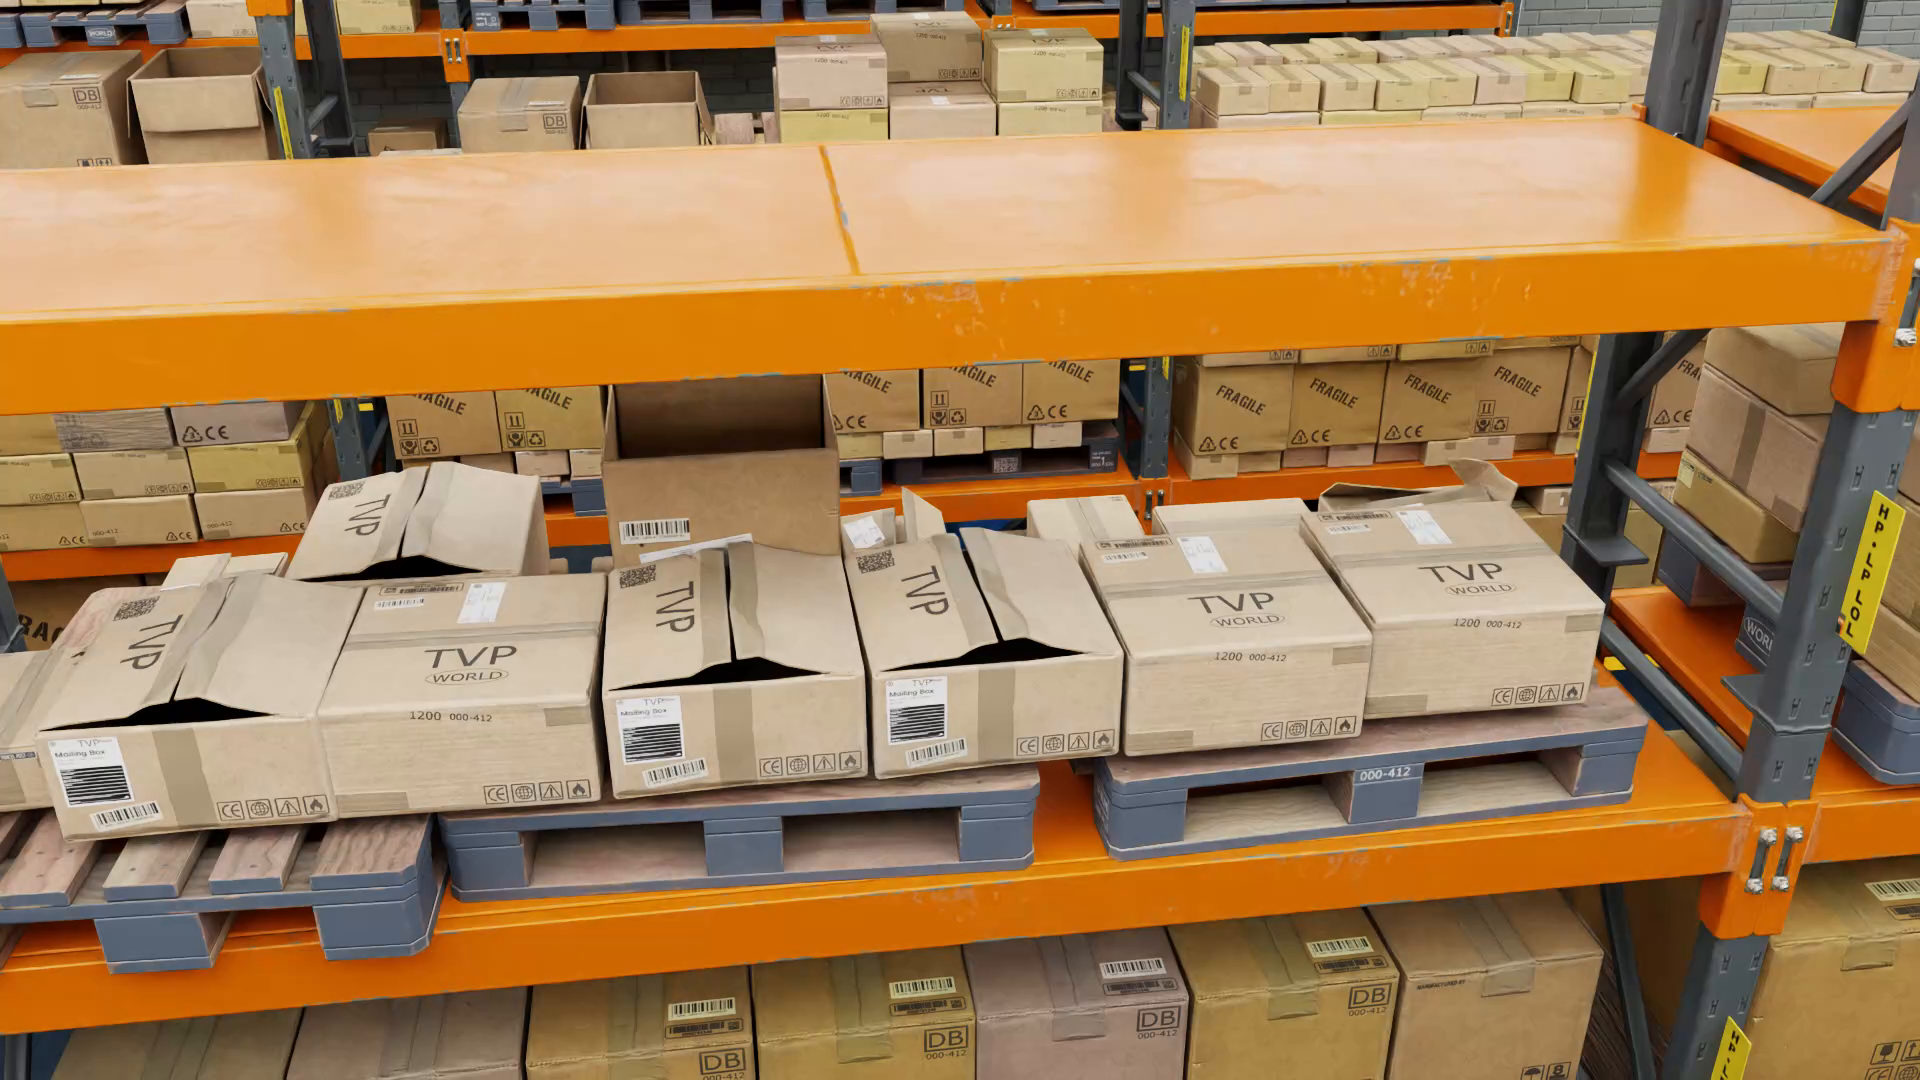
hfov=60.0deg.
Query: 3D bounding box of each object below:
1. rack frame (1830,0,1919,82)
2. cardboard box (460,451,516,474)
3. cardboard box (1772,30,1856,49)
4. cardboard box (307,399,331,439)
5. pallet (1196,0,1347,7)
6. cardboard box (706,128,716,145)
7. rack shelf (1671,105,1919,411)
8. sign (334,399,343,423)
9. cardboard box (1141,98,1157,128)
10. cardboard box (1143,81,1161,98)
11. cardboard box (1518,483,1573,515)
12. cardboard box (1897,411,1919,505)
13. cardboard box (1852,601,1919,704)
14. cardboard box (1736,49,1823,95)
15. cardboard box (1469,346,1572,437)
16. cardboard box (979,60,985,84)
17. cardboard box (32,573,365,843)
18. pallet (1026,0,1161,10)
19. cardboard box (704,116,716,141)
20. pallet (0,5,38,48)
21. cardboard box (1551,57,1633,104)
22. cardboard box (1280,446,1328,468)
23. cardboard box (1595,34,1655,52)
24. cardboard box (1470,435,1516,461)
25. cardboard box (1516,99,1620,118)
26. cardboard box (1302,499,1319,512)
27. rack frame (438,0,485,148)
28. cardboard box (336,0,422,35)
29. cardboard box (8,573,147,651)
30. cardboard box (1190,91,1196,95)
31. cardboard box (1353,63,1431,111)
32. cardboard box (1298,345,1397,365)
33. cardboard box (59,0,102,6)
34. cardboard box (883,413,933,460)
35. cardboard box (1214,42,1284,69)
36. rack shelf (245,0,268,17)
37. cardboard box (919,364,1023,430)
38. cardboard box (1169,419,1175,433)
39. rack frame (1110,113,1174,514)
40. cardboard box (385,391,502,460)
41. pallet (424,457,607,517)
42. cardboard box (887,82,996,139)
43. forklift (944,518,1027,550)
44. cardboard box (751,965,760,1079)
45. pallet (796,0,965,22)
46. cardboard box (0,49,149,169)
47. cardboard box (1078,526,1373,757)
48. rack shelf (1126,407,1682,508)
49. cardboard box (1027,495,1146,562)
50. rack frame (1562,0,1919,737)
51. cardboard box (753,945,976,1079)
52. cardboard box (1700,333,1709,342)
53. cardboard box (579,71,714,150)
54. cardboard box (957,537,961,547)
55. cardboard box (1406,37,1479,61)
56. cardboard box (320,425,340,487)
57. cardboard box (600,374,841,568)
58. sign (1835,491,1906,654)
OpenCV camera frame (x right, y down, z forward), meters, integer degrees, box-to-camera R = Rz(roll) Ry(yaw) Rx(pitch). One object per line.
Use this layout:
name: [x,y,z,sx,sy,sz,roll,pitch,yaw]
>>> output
rack frame: [4.911,-3.629,8.168,0.127,3.000,1.000,-4,27,-7]
cardboard box: [-2.378,-0.465,8.389,0.250,0.149,0.380,-5,28,-10]
cardboard box: [4.531,-2.607,8.864,0.250,0.149,0.380,-4,27,-7]
cardboard box: [-3.547,-0.686,8.621,0.500,0.250,0.500,-4,27,-7]
pallet: [2.301,-4.386,13.027,1.213,0.211,1.003,-4,27,-7]
cardboard box: [-1.829,-3.062,12.814,0.250,0.149,0.380,-4,27,-7]
rack shelf: [3.720,-0.772,3.827,4.000,0.370,1.077,-4,27,-7]
sign: [-2.930,-0.715,7.793,0.005,0.325,0.100,-4,27,-7]
cardboard box: [1.379,-3.348,13.047,0.250,0.149,0.380,-3,27,-6]
cardboard box: [1.542,-3.643,13.621,0.250,0.149,0.380,-4,27,-8]
cardboard box: [3.289,-0.292,9.257,0.250,0.149,0.380,-3,27,-5]
cardboard box: [2.148,-0.152,3.510,0.250,0.149,0.380,-3,27,-7]
cardboard box: [2.148,0.202,3.692,0.250,0.149,0.380,-4,27,-8]
cardboard box: [4.107,-2.359,8.380,0.250,0.149,0.380,-4,27,-8]
cardboard box: [2.915,-0.894,8.973,0.500,0.500,0.500,-3,27,-7]
cardboard box: [0.316,-2.304,8.576,0.500,0.250,0.500,-4,27,-9]
cardboard box: [-1.474,0.307,3.310,0.500,0.311,0.500,-4,27,-7]
pallet: [1.096,-4.310,12.878,1.213,0.211,1.003,-4,27,-7]
cardboard box: [-1.894,-3.246,13.173,0.250,0.149,0.380,-3,27,-6]
pallet: [-7.011,-3.701,11.800,1.003,0.211,1.213,-4,27,-7]
cardboard box: [3.104,-2.270,8.206,0.250,0.149,0.380,-3,27,-6]
cardboard box: [1.809,-0.539,8.992,0.250,0.149,0.380,-4,27,-7]
cardboard box: [3.537,-2.554,8.761,0.250,0.149,0.380,-4,27,-7]
cardboard box: [2.820,-0.574,9.062,0.250,0.149,0.380,-4,27,-7]
cardboard box: [2.931,-2.106,8.324,0.500,0.250,0.500,-3,27,-7]
cardboard box: [2.101,0.043,9.314,0.500,0.500,0.500,-3,27,-5]
rack frame: [-3.706,-2.695,12.918,0.127,3.000,1.000,-4,27,-7]
cardboard box: [-4.180,-3.820,11.990,0.500,0.250,0.500,-5,28,-9]
cardboard box: [-4.590,0.369,8.816,0.875,0.875,0.875,-3,27,-6]
cardboard box: [1.352,-2.256,8.615,0.500,0.250,0.500,-4,27,-8]
cardboard box: [2.088,-2.203,8.075,0.250,0.149,0.380,-4,27,-7]
cardboard box: [1.925,-1.280,8.630,0.500,0.500,0.700,-4,27,-7]
cardboard box: [-6.052,-3.812,11.515,0.250,0.149,0.380,-3,27,-6]
cardboard box: [-0.287,-0.564,8.581,0.250,0.149,0.380,-3,27,-7]
cardboard box: [1.480,-2.453,8.564,0.250,0.149,0.380,-4,27,-8]
rack shelf: [-4.991,-2.495,7.184,4.000,0.370,1.077,-4,27,-7]
cardboard box: [0.034,-0.904,8.533,0.500,0.500,0.500,-4,27,-7]
cardboard box: [1.226,-0.752,9.407,0.250,0.149,0.380,-4,27,-8]
rack frame: [0.950,-0.705,9.042,0.127,3.000,1.000,-4,27,-7]
cardboard box: [-2.533,-0.739,8.211,0.500,0.500,0.500,-4,27,-9]
pallet: [-2.320,-0.459,8.772,1.003,0.211,1.213,-4,27,-7]
cardboard box: [-0.110,-2.028,8.037,0.500,0.250,0.500,-3,27,-6]
forklift: [0.368,-1.590,10.840,1.130,2.935,3.031,17,32,30]
cardboard box: [-0.316,1.488,4.656,0.500,0.500,0.500,-3,27,-6]
pallet: [-0.617,-4.137,12.652,1.217,0.209,0.805,-5,28,-9]
cardboard box: [-3.965,-1.868,7.452,0.500,0.500,0.700,-5,28,-10]
cardboard box: [0.548,0.205,3.577,0.500,0.250,0.500,-4,27,-8]
rack shelf: [2.931,-0.513,9.454,4.000,0.370,1.077,-4,27,-7]
cardboard box: [0.316,0.043,4.002,0.250,0.149,0.380,-4,27,-7]
rack frame: [1.740,-1.143,3.323,0.127,3.000,1.000,-4,27,-7]
cardboard box: [-0.261,1.168,4.186,0.500,0.500,0.700,-4,27,-8]
cardboard box: [3.934,-1.422,8.907,0.500,0.500,0.700,-3,27,-7]
cardboard box: [-1.504,-1.941,8.052,0.637,0.503,0.797,-4,27,-7]
cardboard box: [-0.280,0.359,9.386,0.625,0.372,0.950,-2,27,-4]
cardboard box: [2.509,-2.515,8.684,0.250,0.149,0.380,-3,27,-7]
cardboard box: [-3.530,-0.467,8.741,0.500,0.250,0.500,-4,27,-8]
cardboard box: [-0.539,-0.067,3.833,0.500,0.500,0.500,-4,27,-7]
sign: [1.825,0.066,3.341,0.005,0.325,0.100,-4,27,-7]
